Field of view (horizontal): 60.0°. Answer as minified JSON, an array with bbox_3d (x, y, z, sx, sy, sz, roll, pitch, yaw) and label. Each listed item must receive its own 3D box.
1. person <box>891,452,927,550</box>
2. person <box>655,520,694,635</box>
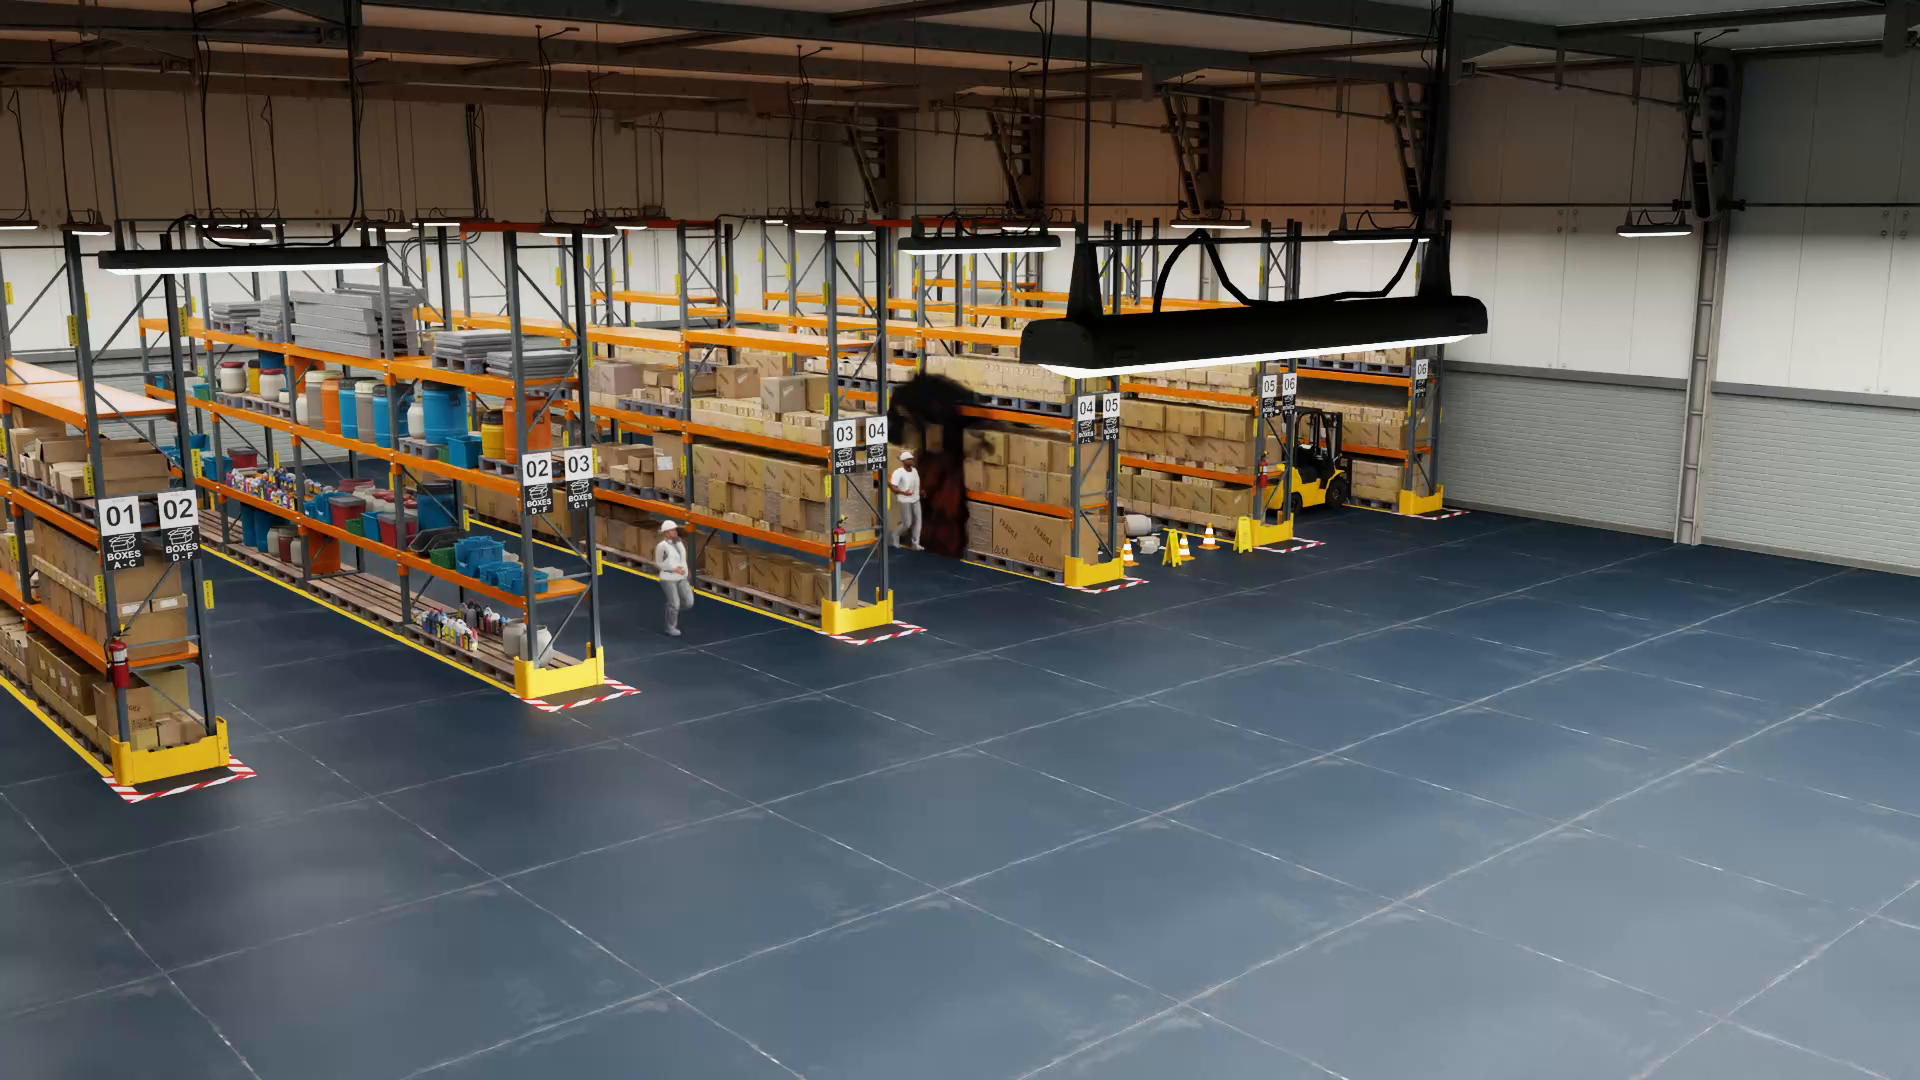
[{"bbox_3d":[-0.902,-0.691,29.459,0.714,1.751,0.725,-11,16,-43],"label":"person"},{"bbox_3d":[-4.233,0.567,24.697,0.569,1.731,0.616,8,14,35],"label":"person"}]
